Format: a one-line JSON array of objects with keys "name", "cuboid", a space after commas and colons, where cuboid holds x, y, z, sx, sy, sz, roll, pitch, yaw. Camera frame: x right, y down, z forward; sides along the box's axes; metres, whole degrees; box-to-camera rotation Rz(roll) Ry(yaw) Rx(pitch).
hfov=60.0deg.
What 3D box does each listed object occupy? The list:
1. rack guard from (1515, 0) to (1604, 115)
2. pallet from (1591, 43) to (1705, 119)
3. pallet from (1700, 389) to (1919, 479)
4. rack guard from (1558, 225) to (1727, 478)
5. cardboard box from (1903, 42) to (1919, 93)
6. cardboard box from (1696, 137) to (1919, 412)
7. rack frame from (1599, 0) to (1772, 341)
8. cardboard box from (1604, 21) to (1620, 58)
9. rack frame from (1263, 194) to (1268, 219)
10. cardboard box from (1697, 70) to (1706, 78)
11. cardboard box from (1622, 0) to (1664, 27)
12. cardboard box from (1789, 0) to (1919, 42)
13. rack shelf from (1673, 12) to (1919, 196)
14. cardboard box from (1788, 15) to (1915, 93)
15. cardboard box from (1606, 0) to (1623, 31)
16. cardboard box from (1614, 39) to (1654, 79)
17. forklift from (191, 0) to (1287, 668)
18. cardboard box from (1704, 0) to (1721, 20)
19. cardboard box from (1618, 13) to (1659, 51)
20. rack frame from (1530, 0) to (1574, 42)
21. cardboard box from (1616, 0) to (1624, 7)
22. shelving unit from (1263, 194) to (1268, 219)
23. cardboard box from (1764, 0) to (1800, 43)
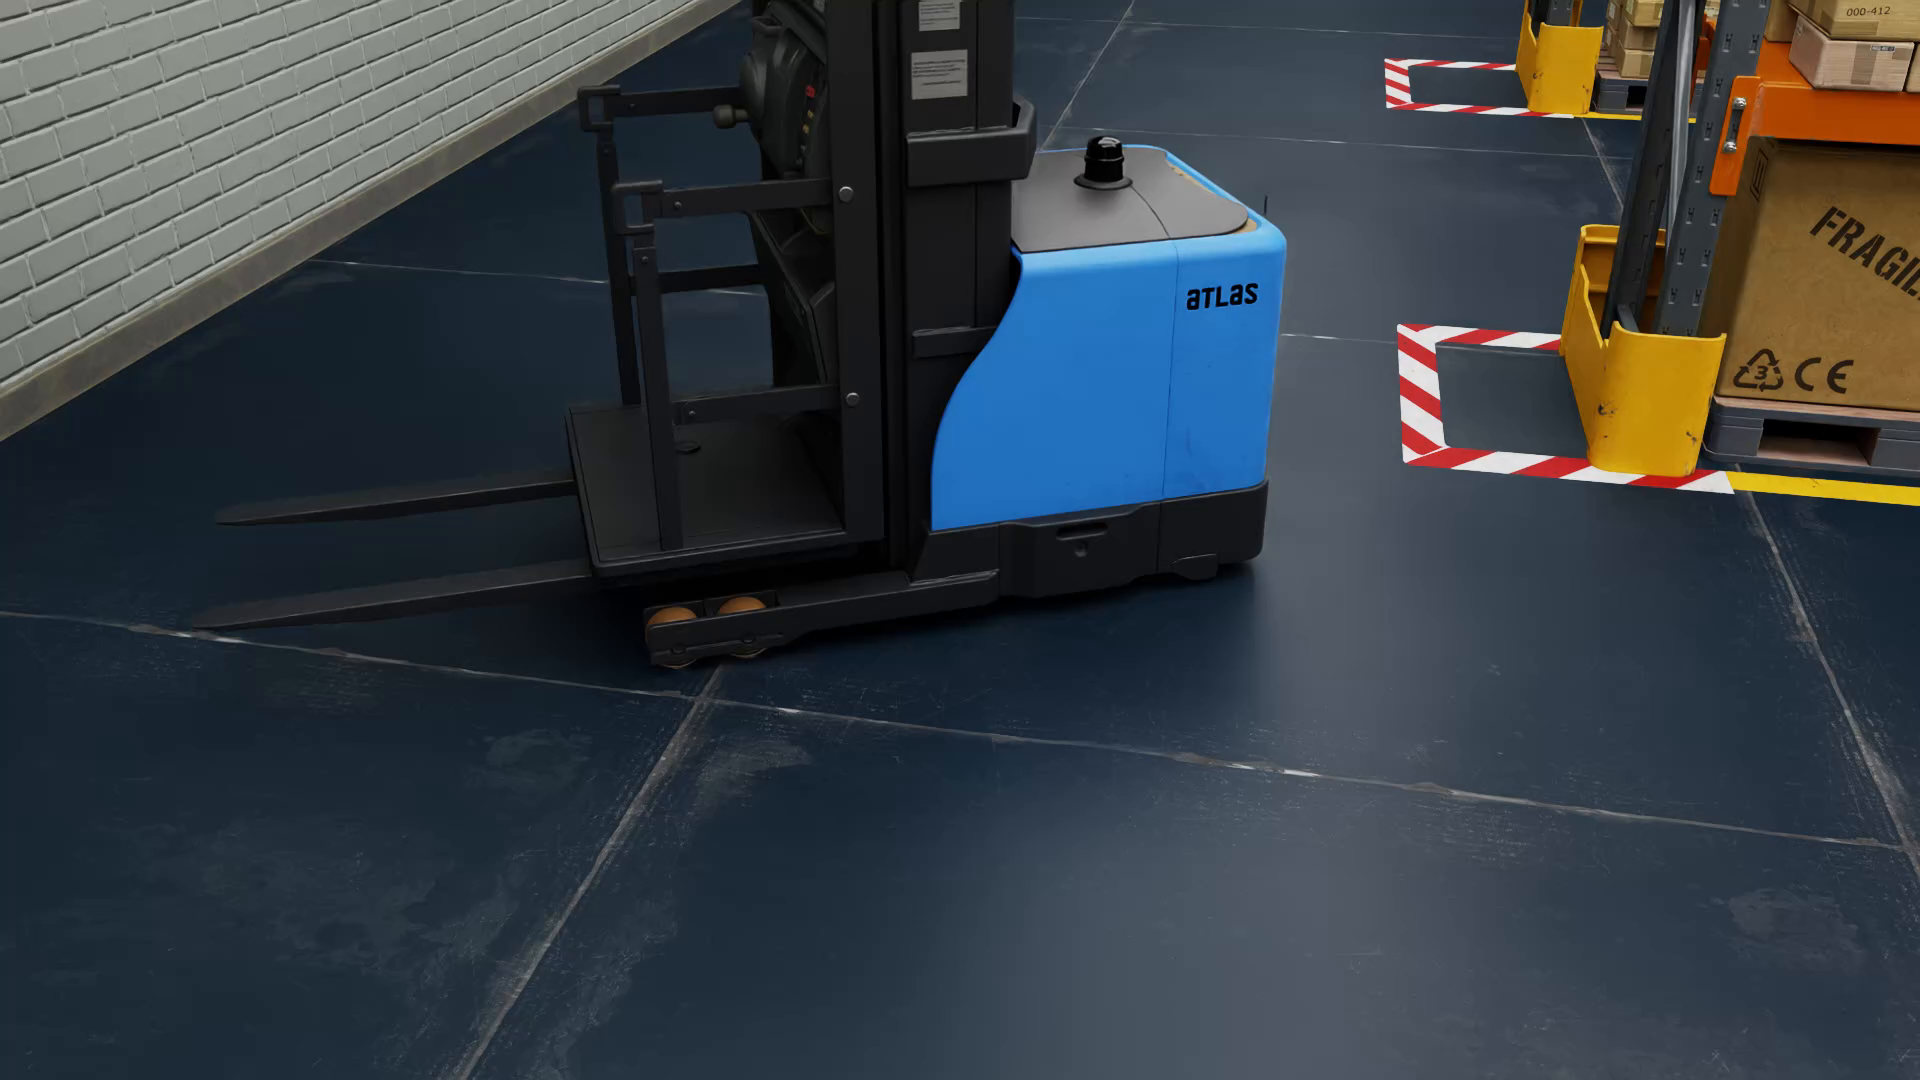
[{"name": "rack guard", "cuboid": [3.680, -3.025, 10.255, 0.348, 0.500, 1.175, 6, 29, 11]}, {"name": "pallet", "cuboid": [4.467, -2.800, 10.145, 1.213, 0.211, 1.003, 6, 29, 11]}, {"name": "pallet", "cuboid": [3.270, -0.543, 6.022, 1.213, 0.211, 1.003, 6, 29, 11]}, {"name": "rack guard", "cuboid": [2.448, -0.716, 6.037, 0.348, 0.500, 1.175, 6, 29, 11]}, {"name": "cardboard box", "cuboid": [3.001, -1.484, 5.099, 0.250, 0.149, 0.380, 5, 29, 10]}, {"name": "cardboard box", "cuboid": [3.114, -1.035, 5.793, 0.875, 0.875, 0.875, 6, 29, 11]}, {"name": "rack frame", "cuboid": [2.471, -1.810, 5.432, 0.127, 3.000, 1.000, 6, 29, 11]}, {"name": "cardboard box", "cuboid": [4.164, -3.108, 10.335, 0.250, 0.149, 0.380, 6, 29, 11]}, {"name": "rack frame", "cuboid": [0.971, -0.682, 5.559, 0.006, 0.900, 0.240, 8, 30, 15]}, {"name": "cardboard box", "cuboid": [4.325, -2.872, 9.904, 0.250, 0.149, 0.380, 6, 29, 10]}, {"name": "cardboard box", "cuboid": [4.047, -3.112, 9.722, 0.250, 0.149, 0.380, 5, 29, 8]}, {"name": "cardboard box", "cuboid": [2.884, -1.700, 5.077, 0.500, 0.250, 0.500, 5, 29, 9]}, {"name": "rack shelf", "cuboid": [4.427, -1.294, 5.239, 4.000, 0.370, 1.077, 6, 29, 11]}, {"name": "cardboard box", "cuboid": [2.750, -1.509, 5.144, 0.250, 0.149, 0.380, 6, 29, 11]}, {"name": "cardboard box", "cuboid": [4.182, -3.274, 10.329, 0.250, 0.149, 0.380, 5, 29, 9]}, {"name": "cardboard box", "cuboid": [4.051, -2.860, 9.882, 0.250, 0.149, 0.380, 6, 29, 12]}, {"name": "forklift", "cuboid": [-0.655, -1.214, 4.415, 3.031, 2.935, 1.130, -8, 30, -14]}, {"name": "cardboard box", "cuboid": [4.342, -3.140, 9.775, 0.250, 0.149, 0.380, 6, 29, 11]}, {"name": "cardboard box", "cuboid": [4.065, -3.020, 9.864, 0.250, 0.149, 0.380, 7, 29, 13]}, {"name": "rack frame", "cuboid": [3.606, -4.129, 9.668, 0.127, 3.000, 1.000, 6, 29, 11]}, {"name": "cardboard box", "cuboid": [4.177, -3.390, 10.230, 0.250, 0.149, 0.380, 6, 29, 11]}, {"name": "shelving unit", "cuboid": [0.873, -0.696, 5.585, 0.210, 0.900, 0.258, 8, 30, 15]}, {"name": "cardboard box", "cuboid": [2.888, -1.819, 5.710, 0.250, 0.149, 0.380, 6, 29, 12]}]
